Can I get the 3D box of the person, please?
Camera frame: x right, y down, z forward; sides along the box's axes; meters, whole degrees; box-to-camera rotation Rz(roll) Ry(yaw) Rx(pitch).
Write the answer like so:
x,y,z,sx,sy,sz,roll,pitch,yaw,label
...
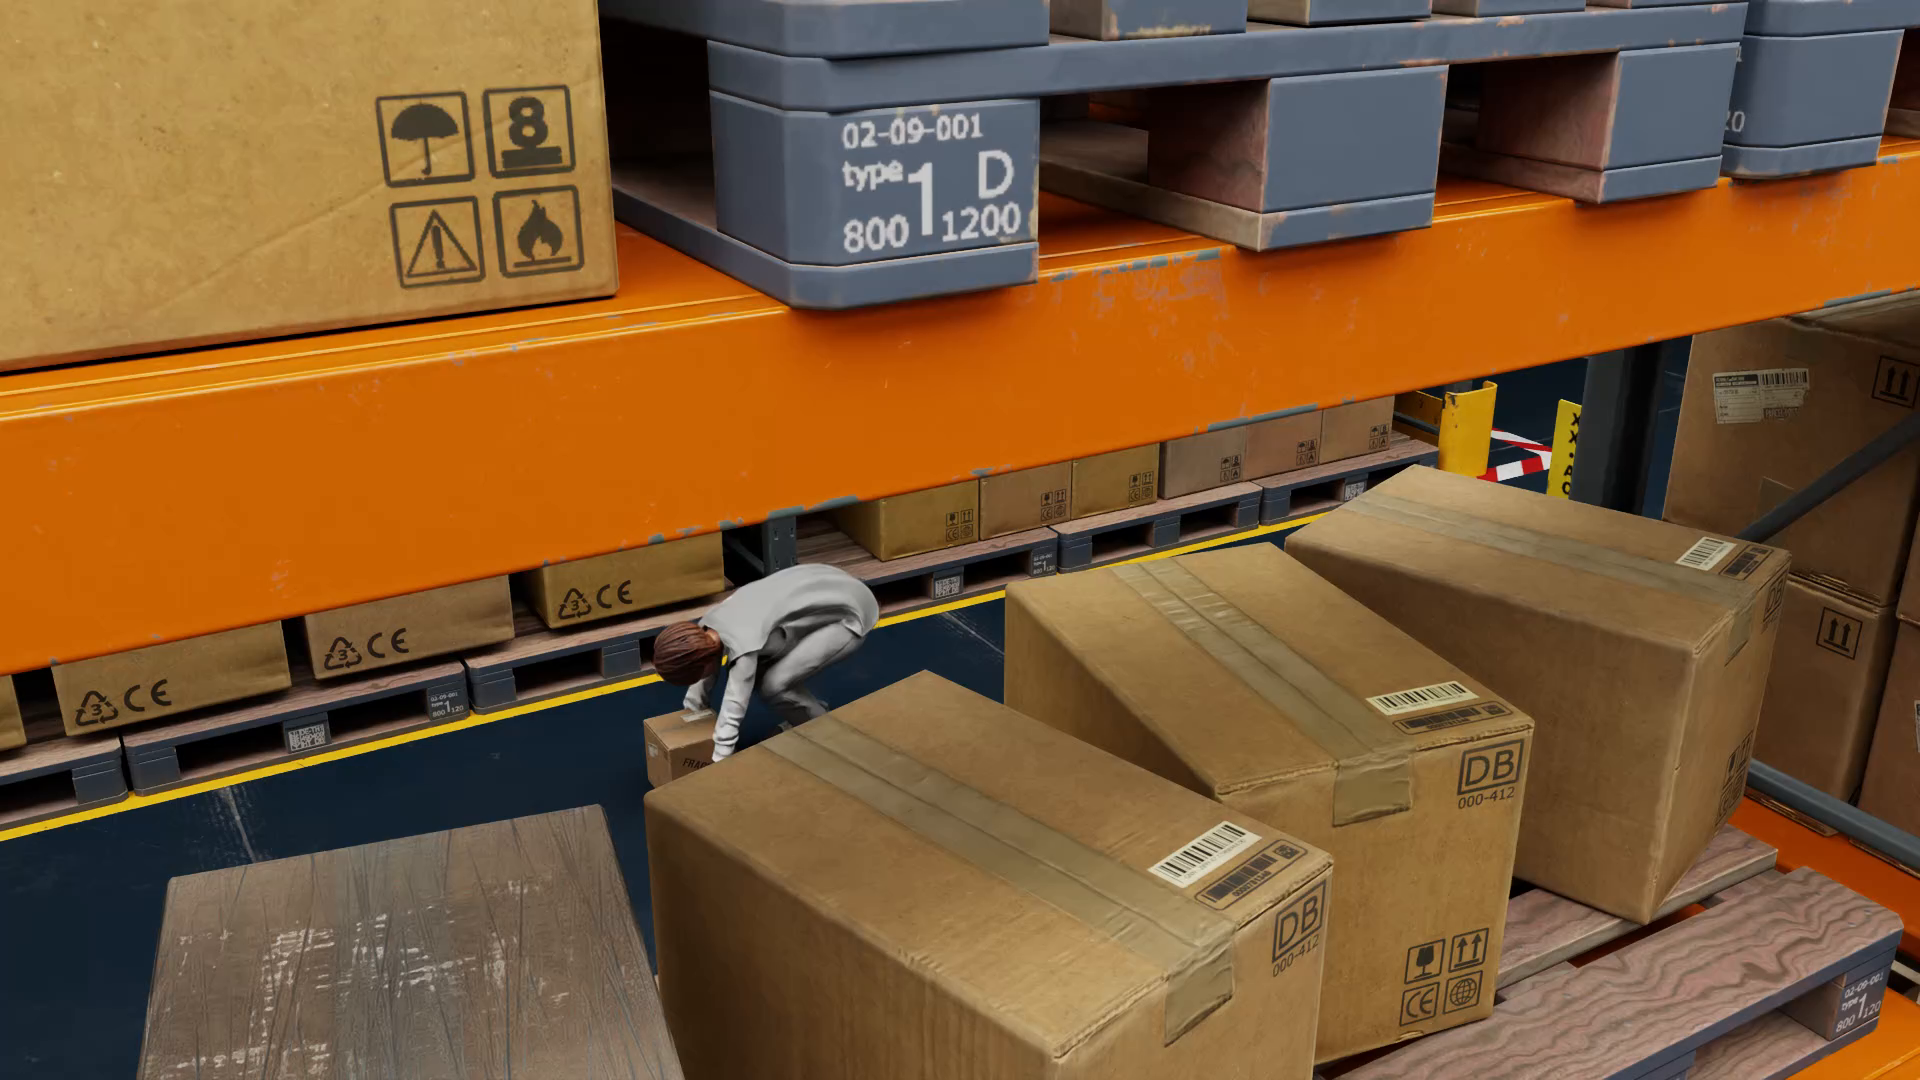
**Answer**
x,y,z,sx,sy,sz,roll,pitch,yaw,label
-0.695,0.498,6.035,0.872,0.768,0.421,-13,26,-29,person
